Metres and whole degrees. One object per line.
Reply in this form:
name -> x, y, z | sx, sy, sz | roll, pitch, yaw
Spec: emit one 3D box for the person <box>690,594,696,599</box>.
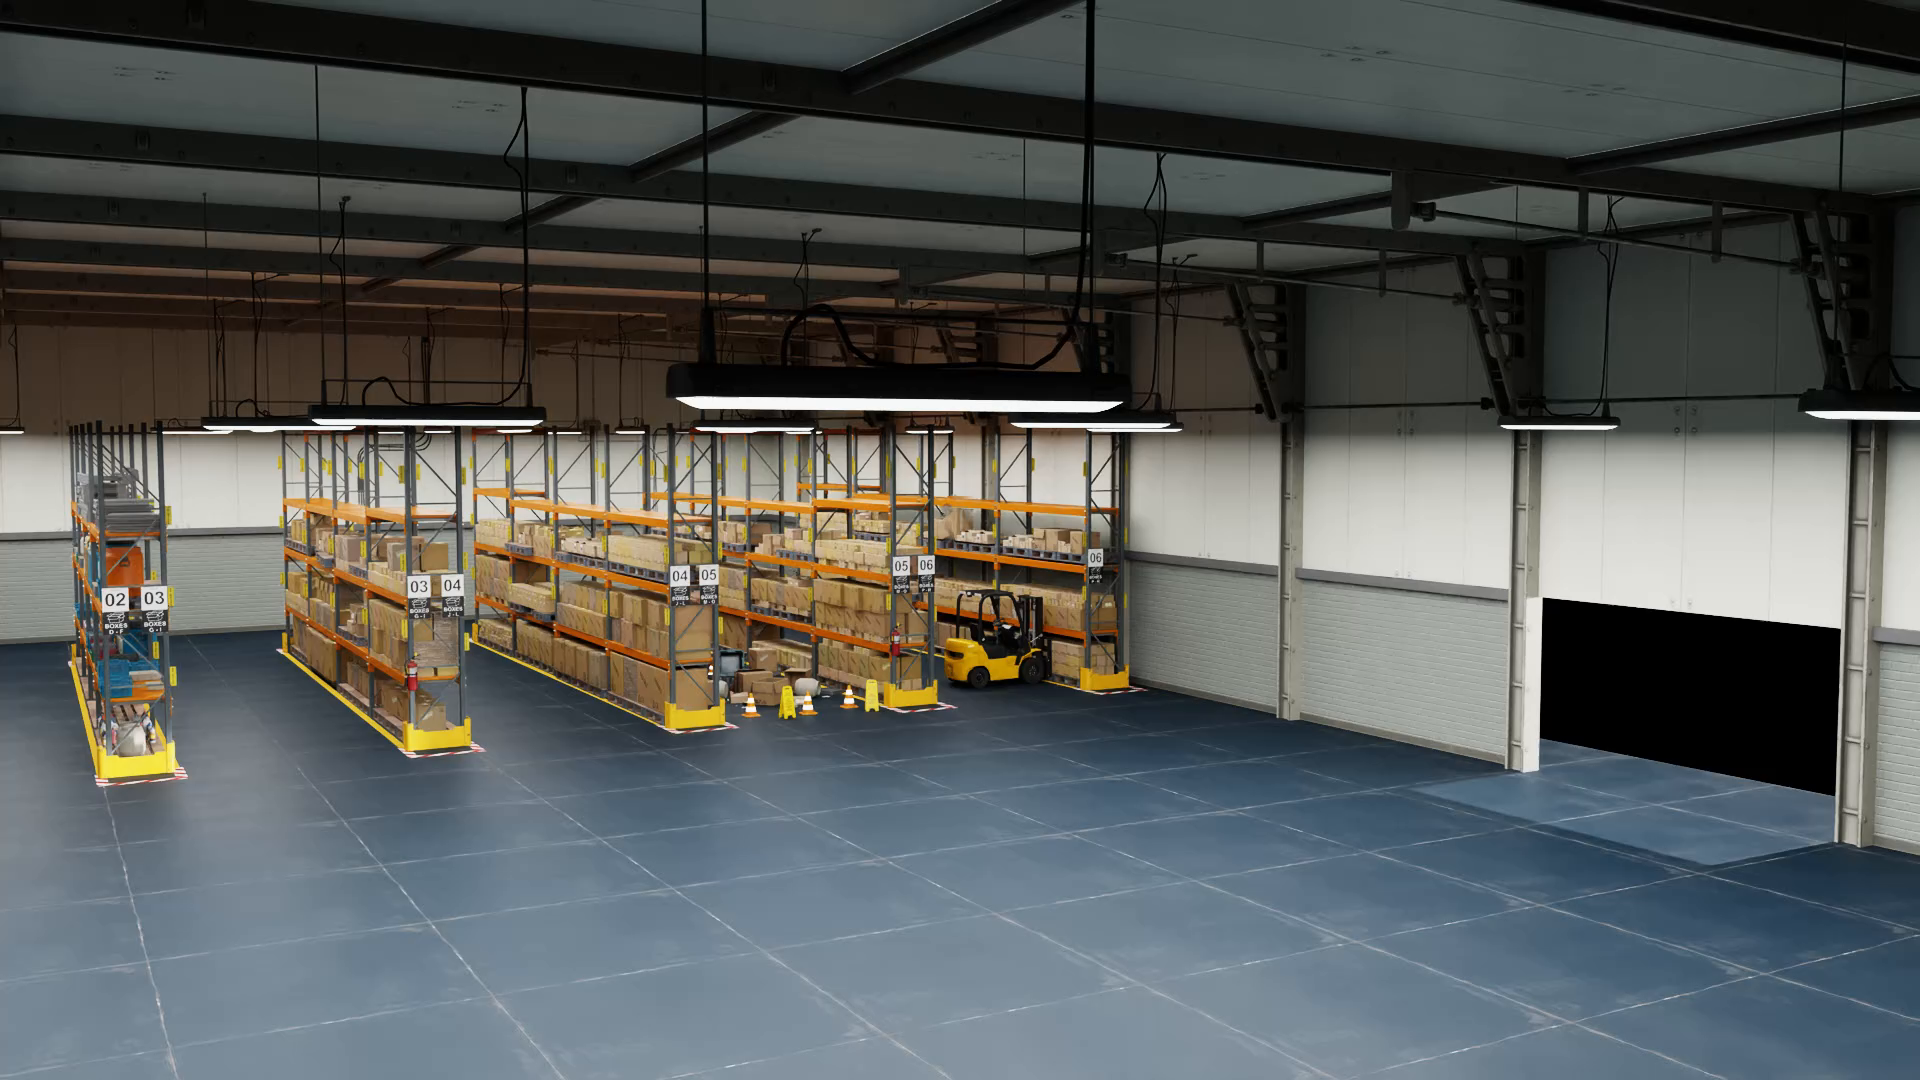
person -> -6.817, 2.227, 42.513 | 0.587, 1.723, 0.413 | 2, 4, 29
